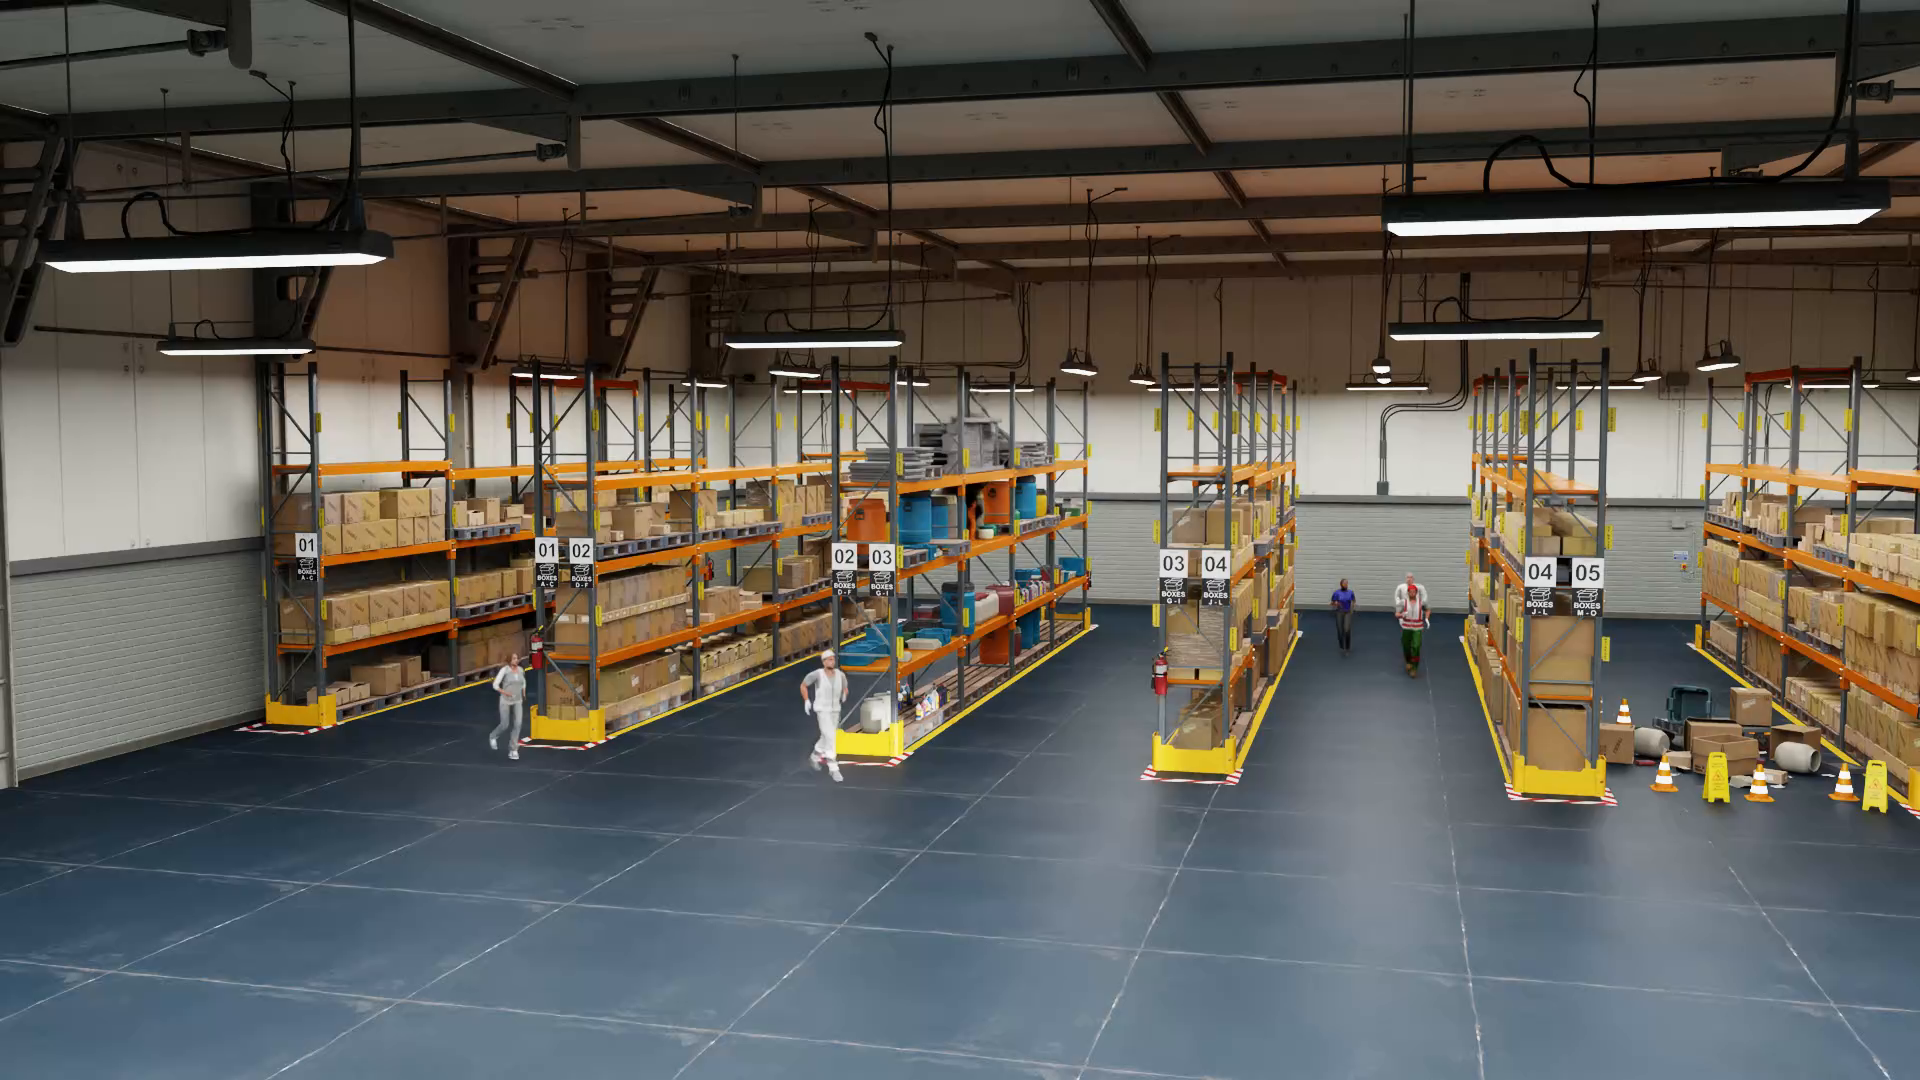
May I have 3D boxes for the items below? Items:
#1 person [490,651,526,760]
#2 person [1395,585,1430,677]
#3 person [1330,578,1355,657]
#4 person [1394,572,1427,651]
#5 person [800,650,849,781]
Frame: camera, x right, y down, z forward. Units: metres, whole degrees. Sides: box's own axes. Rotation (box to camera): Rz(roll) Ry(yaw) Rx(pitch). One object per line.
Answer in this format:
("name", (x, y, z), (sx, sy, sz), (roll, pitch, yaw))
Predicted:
("person", (-6.746, 2.458, 24.982), (0.571, 1.583, 0.790), (-3, 5, -40))
("person", (8.935, 1.767, 32.859), (0.659, 1.776, 0.996), (1, 4, 19))
("person", (8.253, 1.678, 35.841), (0.544, 1.706, 0.719), (1, 4, 10))
("person", (9.735, 1.599, 35.970), (0.681, 1.794, 0.770), (1, 4, 20))
("person", (-1.855, 2.445, 23.535), (0.642, 1.793, 0.899), (-3, 5, -38))
